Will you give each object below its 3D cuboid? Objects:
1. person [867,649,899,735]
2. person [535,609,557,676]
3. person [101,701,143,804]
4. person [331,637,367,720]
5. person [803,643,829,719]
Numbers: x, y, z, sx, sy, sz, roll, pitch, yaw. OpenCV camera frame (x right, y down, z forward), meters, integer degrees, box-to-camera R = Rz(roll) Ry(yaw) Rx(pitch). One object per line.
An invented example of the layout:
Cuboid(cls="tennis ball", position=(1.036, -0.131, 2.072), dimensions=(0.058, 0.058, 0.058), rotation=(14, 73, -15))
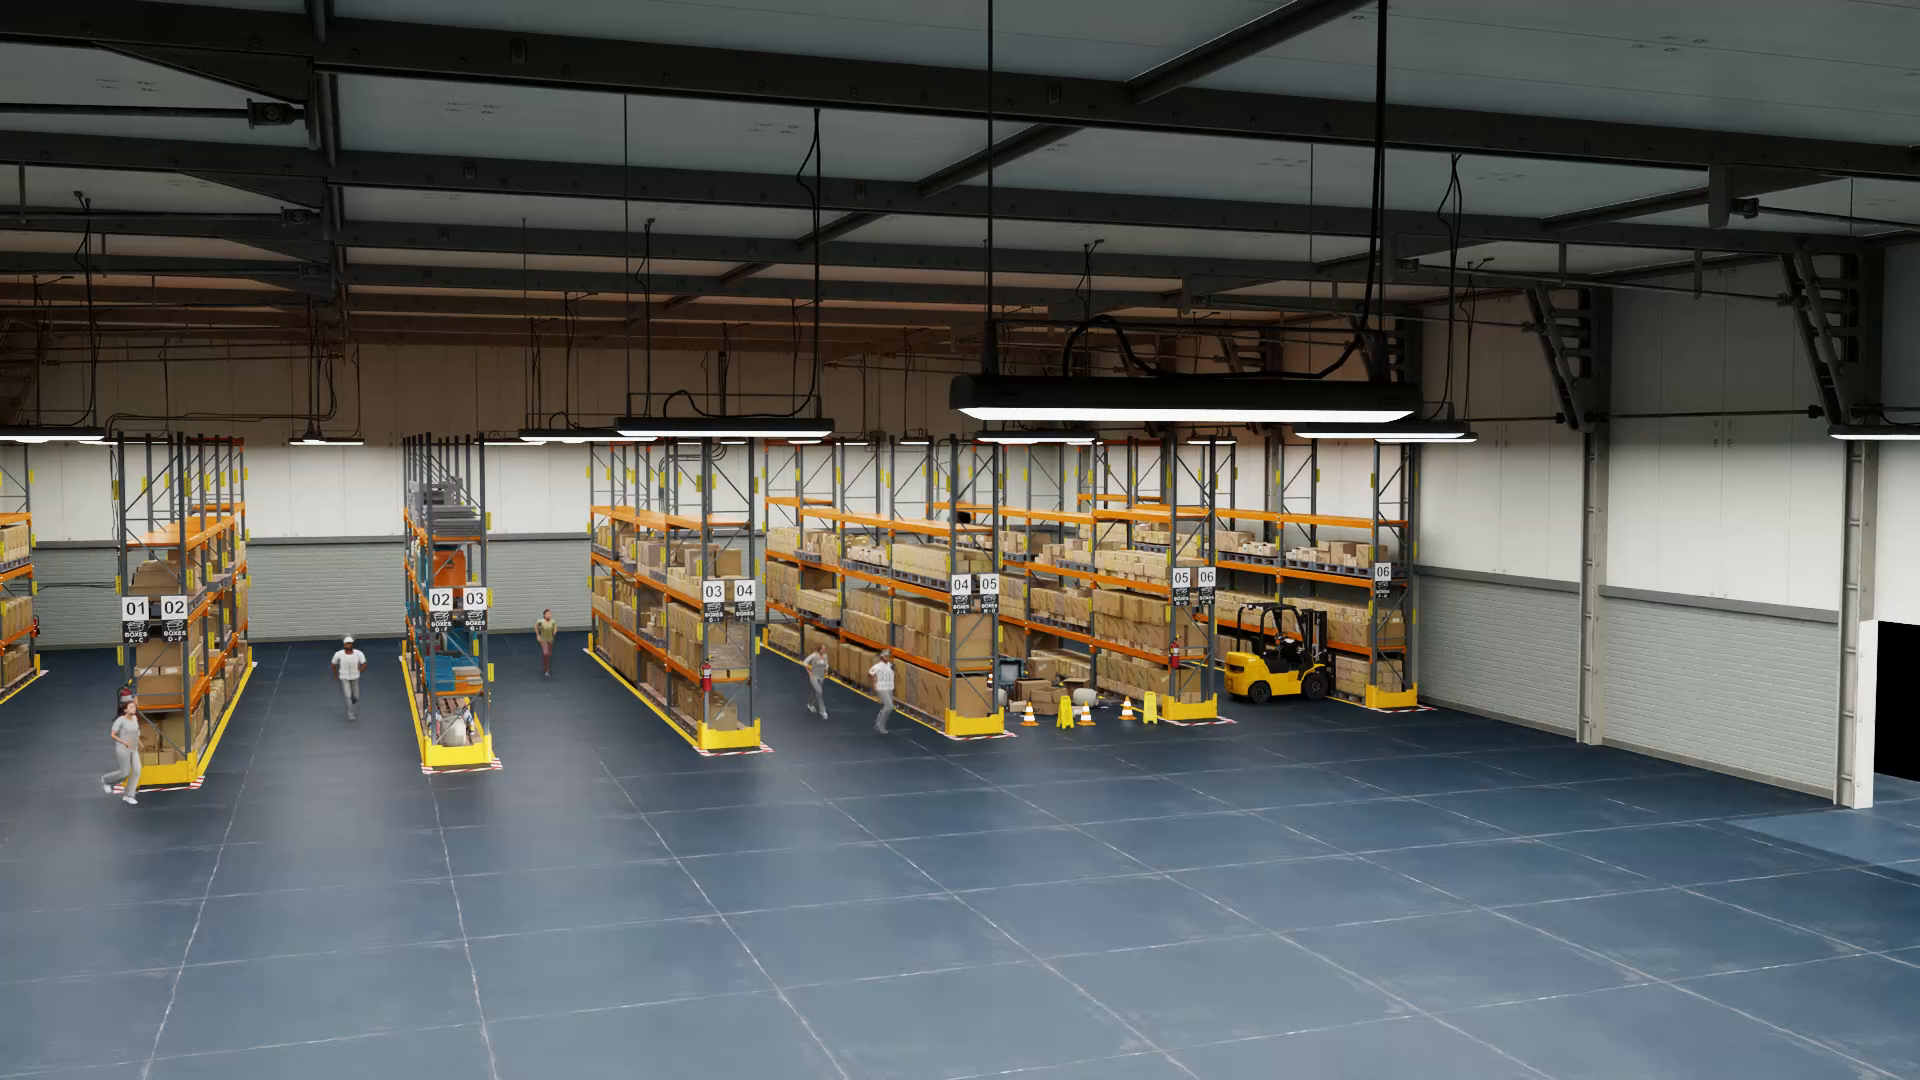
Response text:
Cuboid(cls="person", position=(-1.489, 3.035, 33.286), dimensions=(0.681, 1.711, 0.549), rotation=(3, 4, 39))
Cuboid(cls="person", position=(-10.422, 2.590, 41.923), dimensions=(0.514, 1.710, 0.821), rotation=(-2, 4, -33))
Cuboid(cls="person", position=(-13.559, 3.432, 27.027), dimensions=(0.764, 1.661, 0.590), rotation=(1, 3, 17))
Cuboid(cls="person", position=(-12.883, 2.909, 35.079), dimensions=(0.703, 1.735, 0.747), rotation=(-2, 4, -27))
Cuboid(cls="person", position=(-3.057, 2.968, 35.407), dimensions=(0.556, 1.589, 0.893), rotation=(-2, 4, -37))
